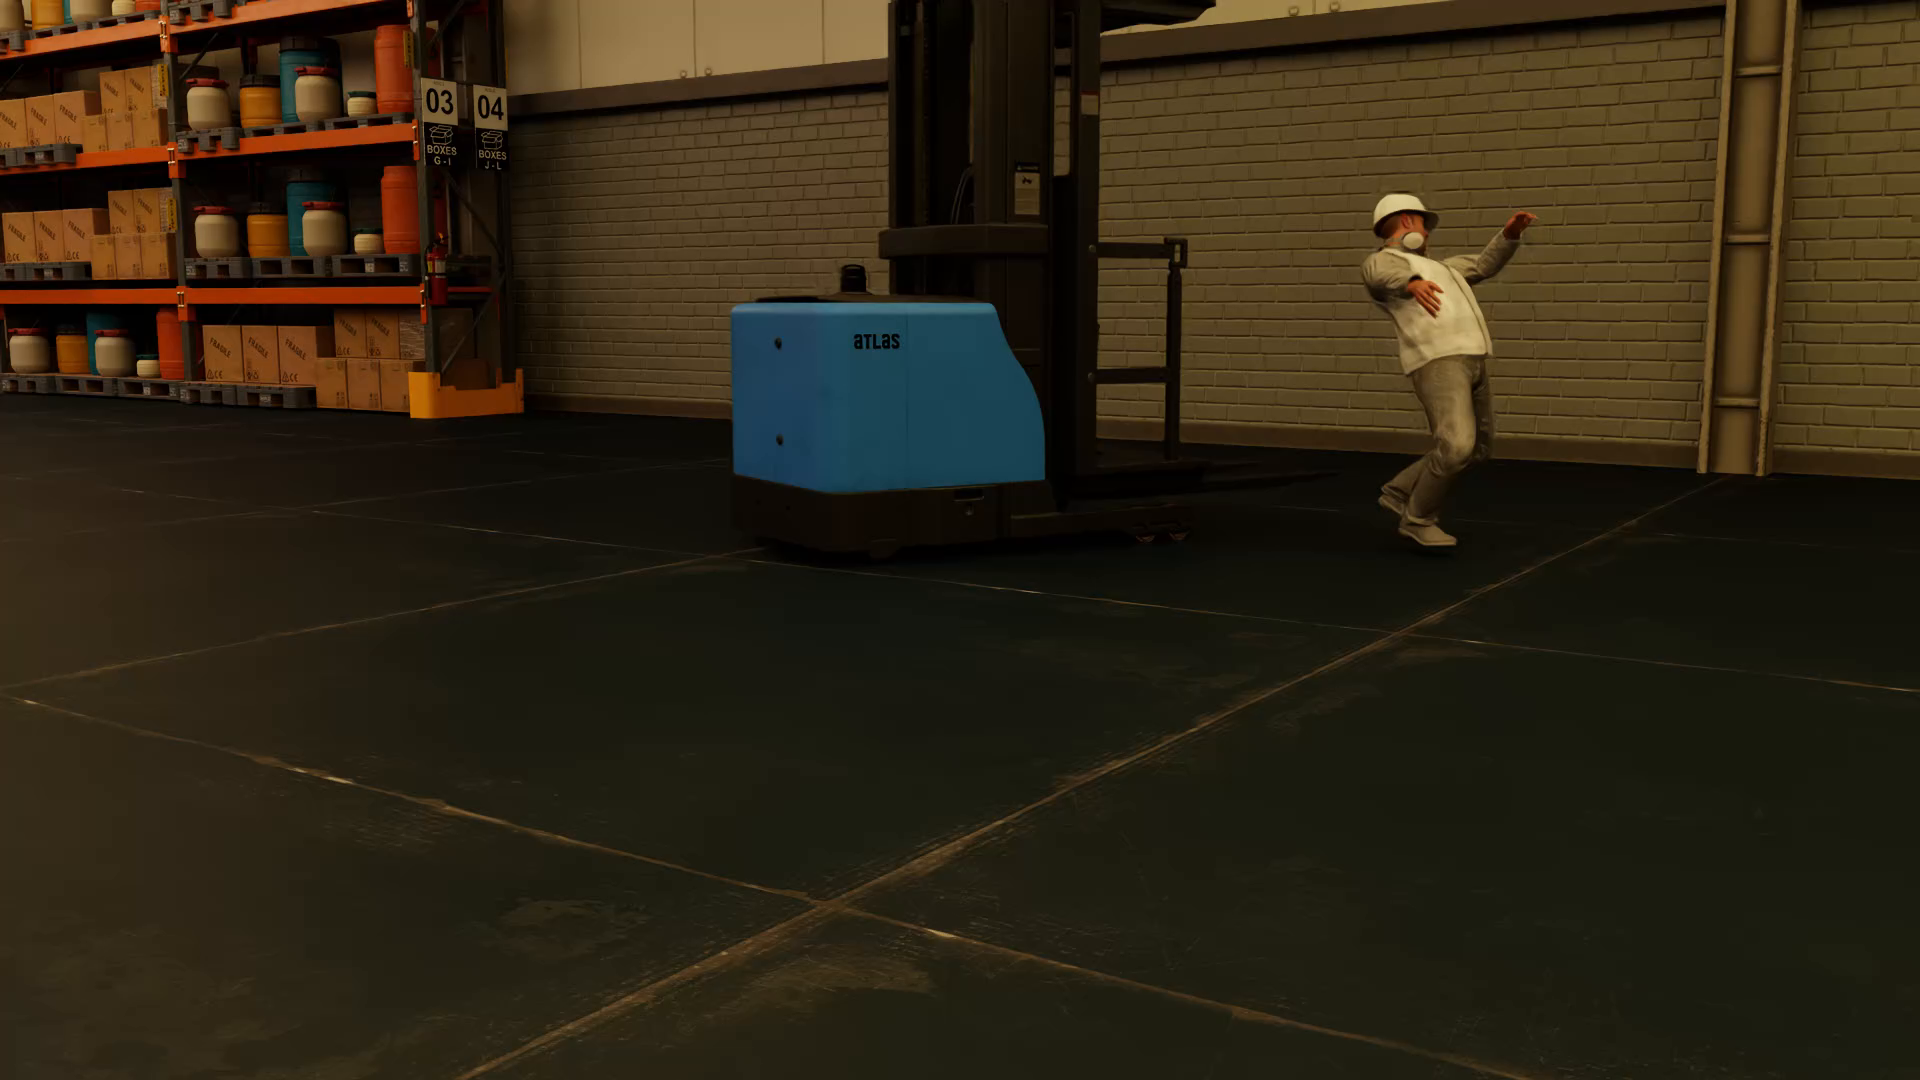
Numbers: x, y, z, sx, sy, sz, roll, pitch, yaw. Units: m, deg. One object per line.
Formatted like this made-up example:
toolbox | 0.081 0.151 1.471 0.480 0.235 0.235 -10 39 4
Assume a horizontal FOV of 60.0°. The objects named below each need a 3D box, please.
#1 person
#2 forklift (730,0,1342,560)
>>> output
person | 2.021 -0.728 7.098 0.751 1.520 0.975 5 10 32
forklift | 0.482 -1.500 7.739 3.031 2.935 1.130 -5 10 -32
